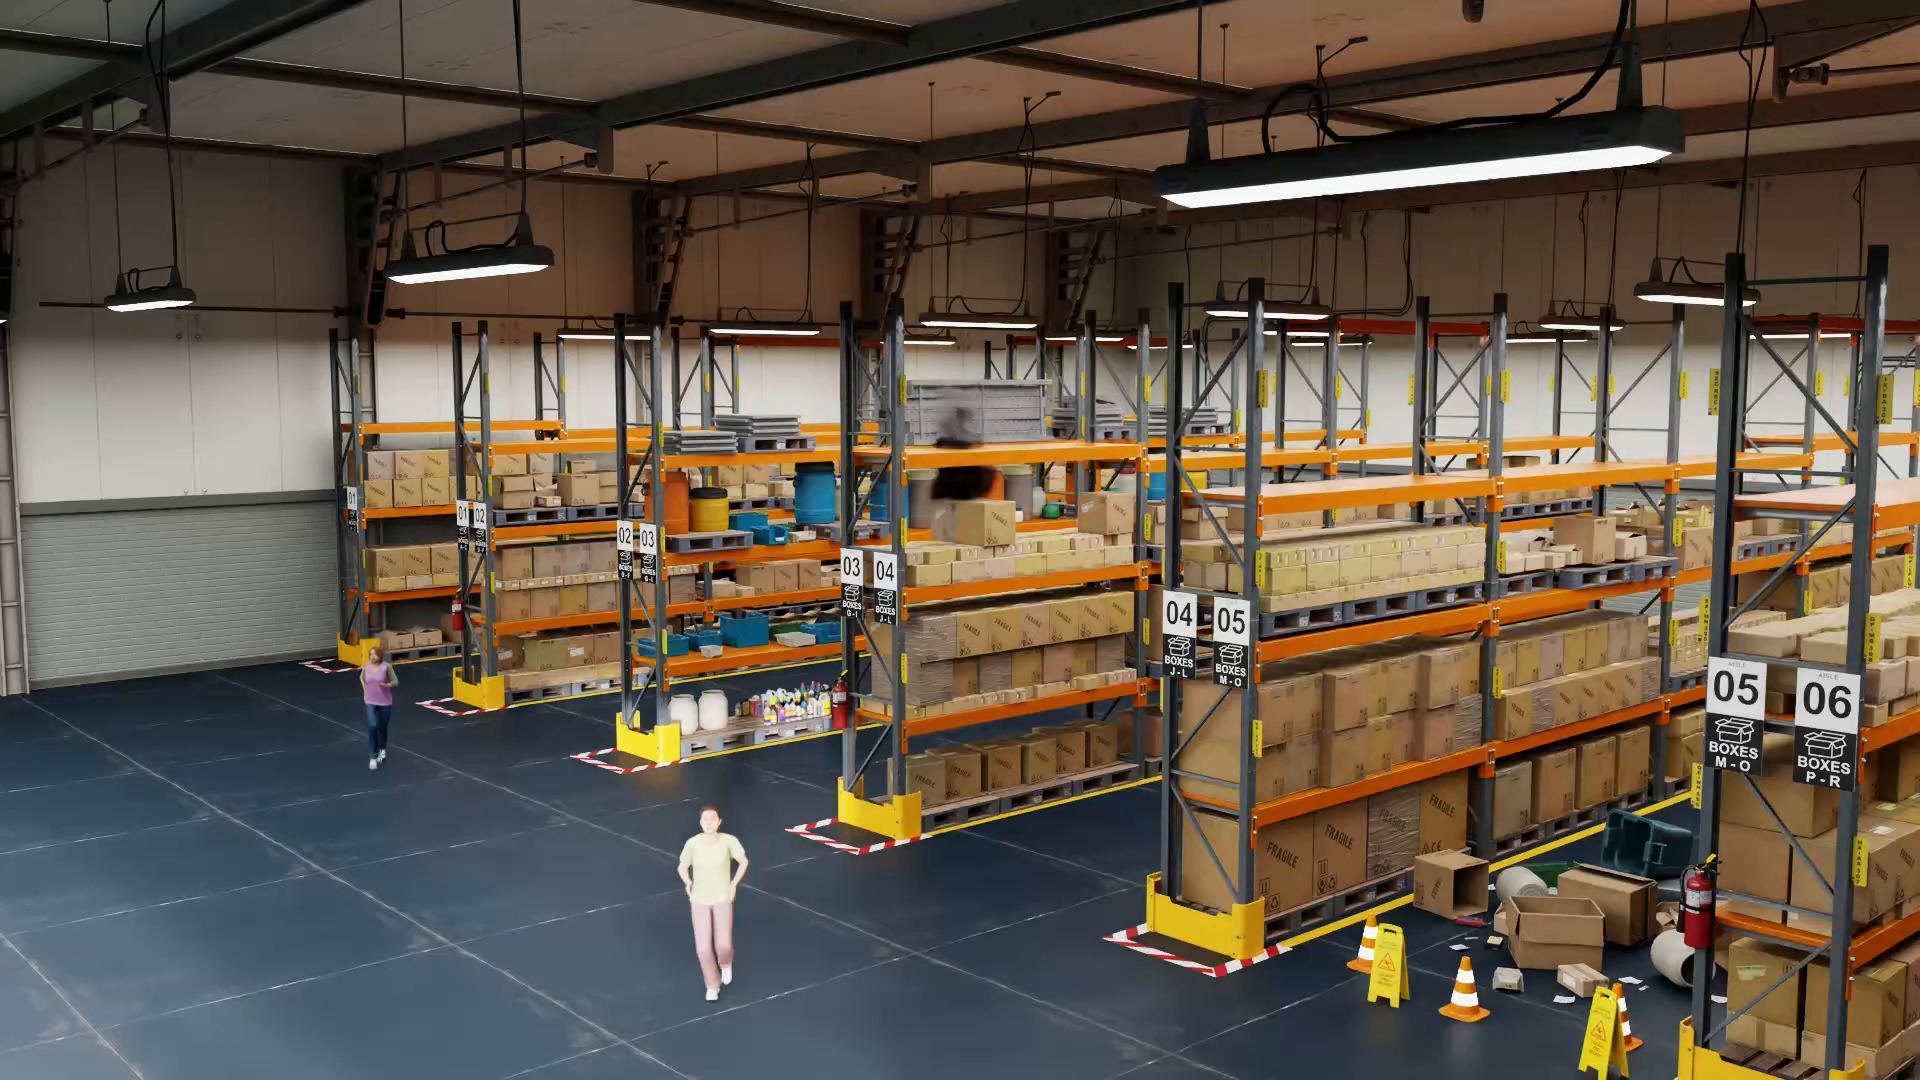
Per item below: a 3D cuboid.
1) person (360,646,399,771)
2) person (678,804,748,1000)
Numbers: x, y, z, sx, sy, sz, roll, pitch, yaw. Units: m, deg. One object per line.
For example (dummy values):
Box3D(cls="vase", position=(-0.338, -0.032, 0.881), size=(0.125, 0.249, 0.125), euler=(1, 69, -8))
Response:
Box3D(cls="person", position=(-7.687, 2.213, 22.033), size=(0.508, 1.636, 0.716), euler=(-1, 6, -14))
Box3D(cls="person", position=(-2.057, 2.998, 13.791), size=(0.576, 1.613, 0.557), euler=(0, 6, -2))
